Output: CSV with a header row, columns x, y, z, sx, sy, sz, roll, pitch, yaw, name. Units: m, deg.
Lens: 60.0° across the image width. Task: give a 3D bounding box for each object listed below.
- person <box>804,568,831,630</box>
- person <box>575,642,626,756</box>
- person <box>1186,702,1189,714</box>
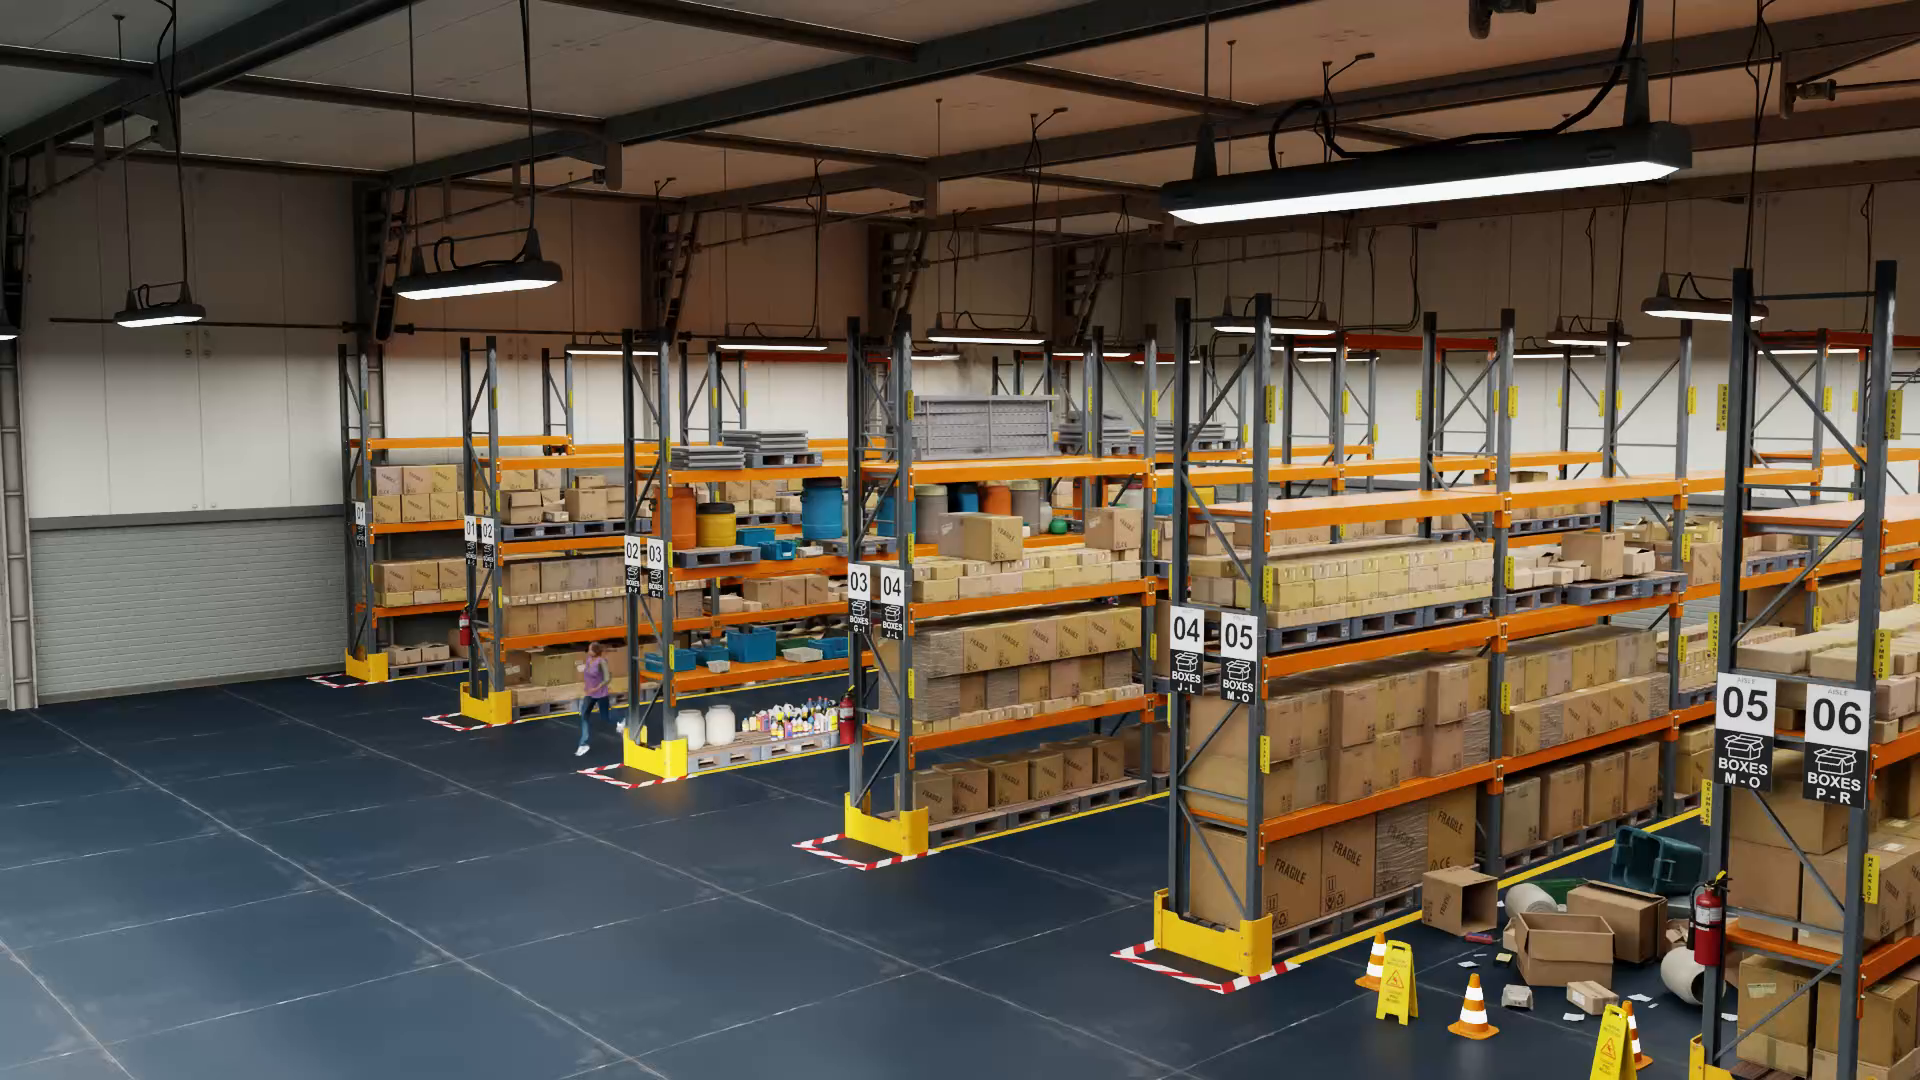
x,y,z,sx,sy,sz,roll,pitch,yaw,name
-2.811,1.335,32.882,0.904,1.734,0.645,-4,7,-41,person
-5.198,2.265,23.961,0.511,1.578,0.977,3,6,29,person
3.341,1.975,25.862,0.689,1.827,0.832,4,7,40,person
